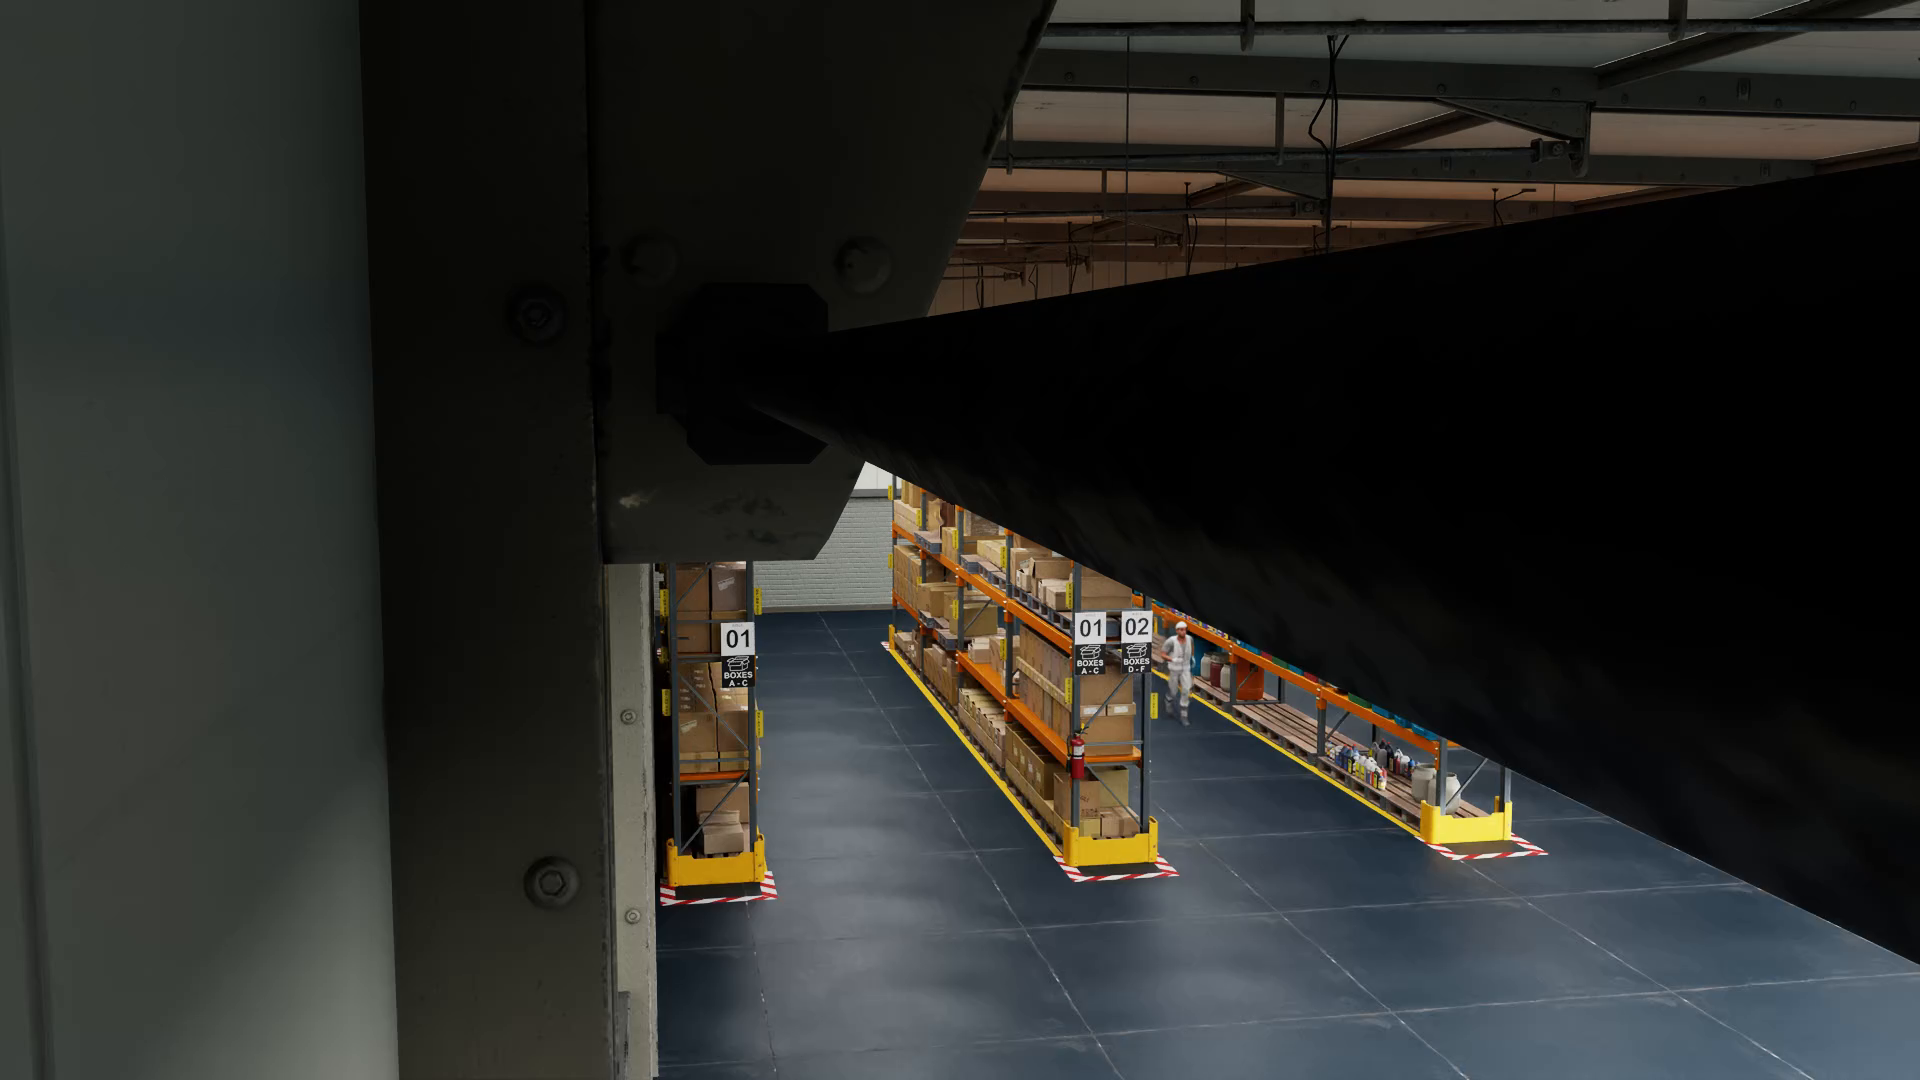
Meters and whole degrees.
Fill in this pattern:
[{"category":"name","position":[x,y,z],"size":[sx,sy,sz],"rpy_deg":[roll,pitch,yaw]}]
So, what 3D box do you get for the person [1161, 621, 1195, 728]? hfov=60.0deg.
[{"category":"person","position":[3.822,2.297,29.103],"size":[0.687,1.799,1.033],"rpy_deg":[-2,6,-15]}]
